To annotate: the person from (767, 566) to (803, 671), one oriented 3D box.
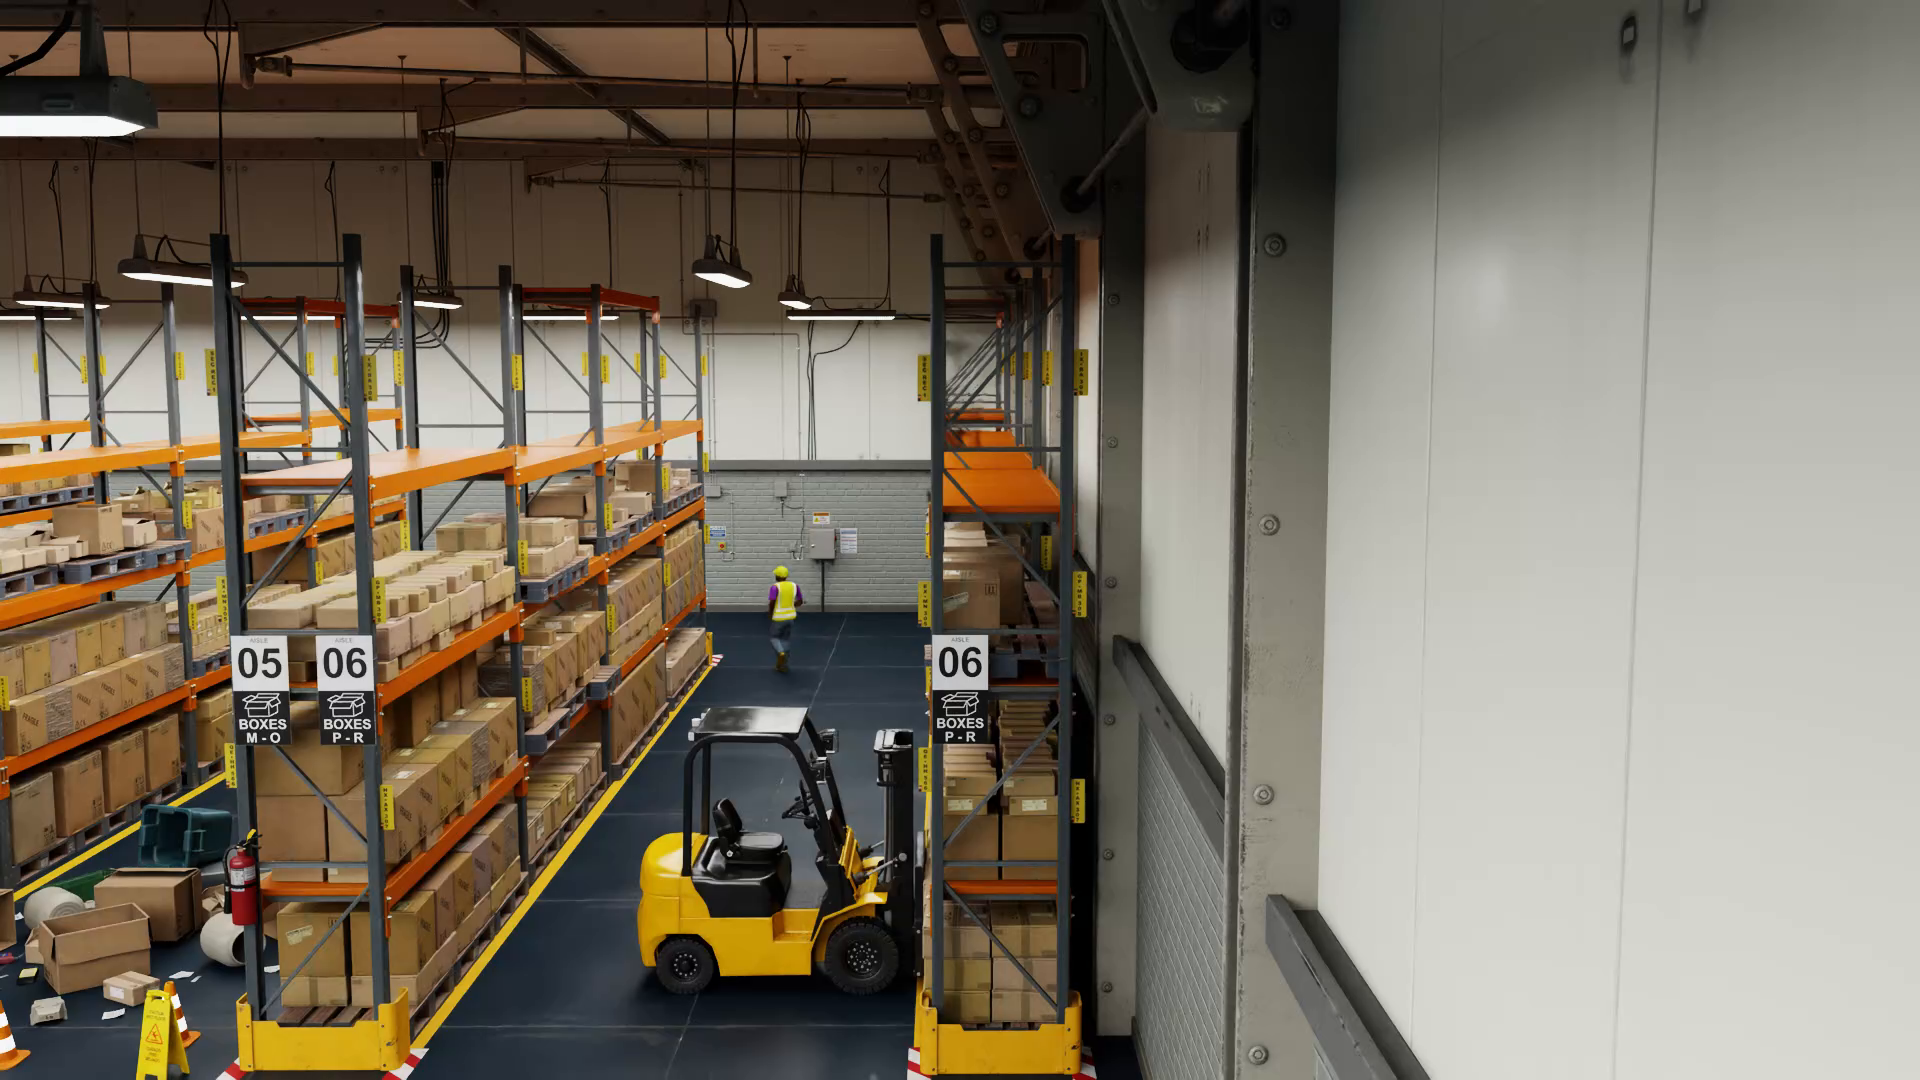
[{"bbox_3d":[-2.918,1.289,27.386,0.683,1.727,0.612,-4,8,-35],"label":"person"}]
